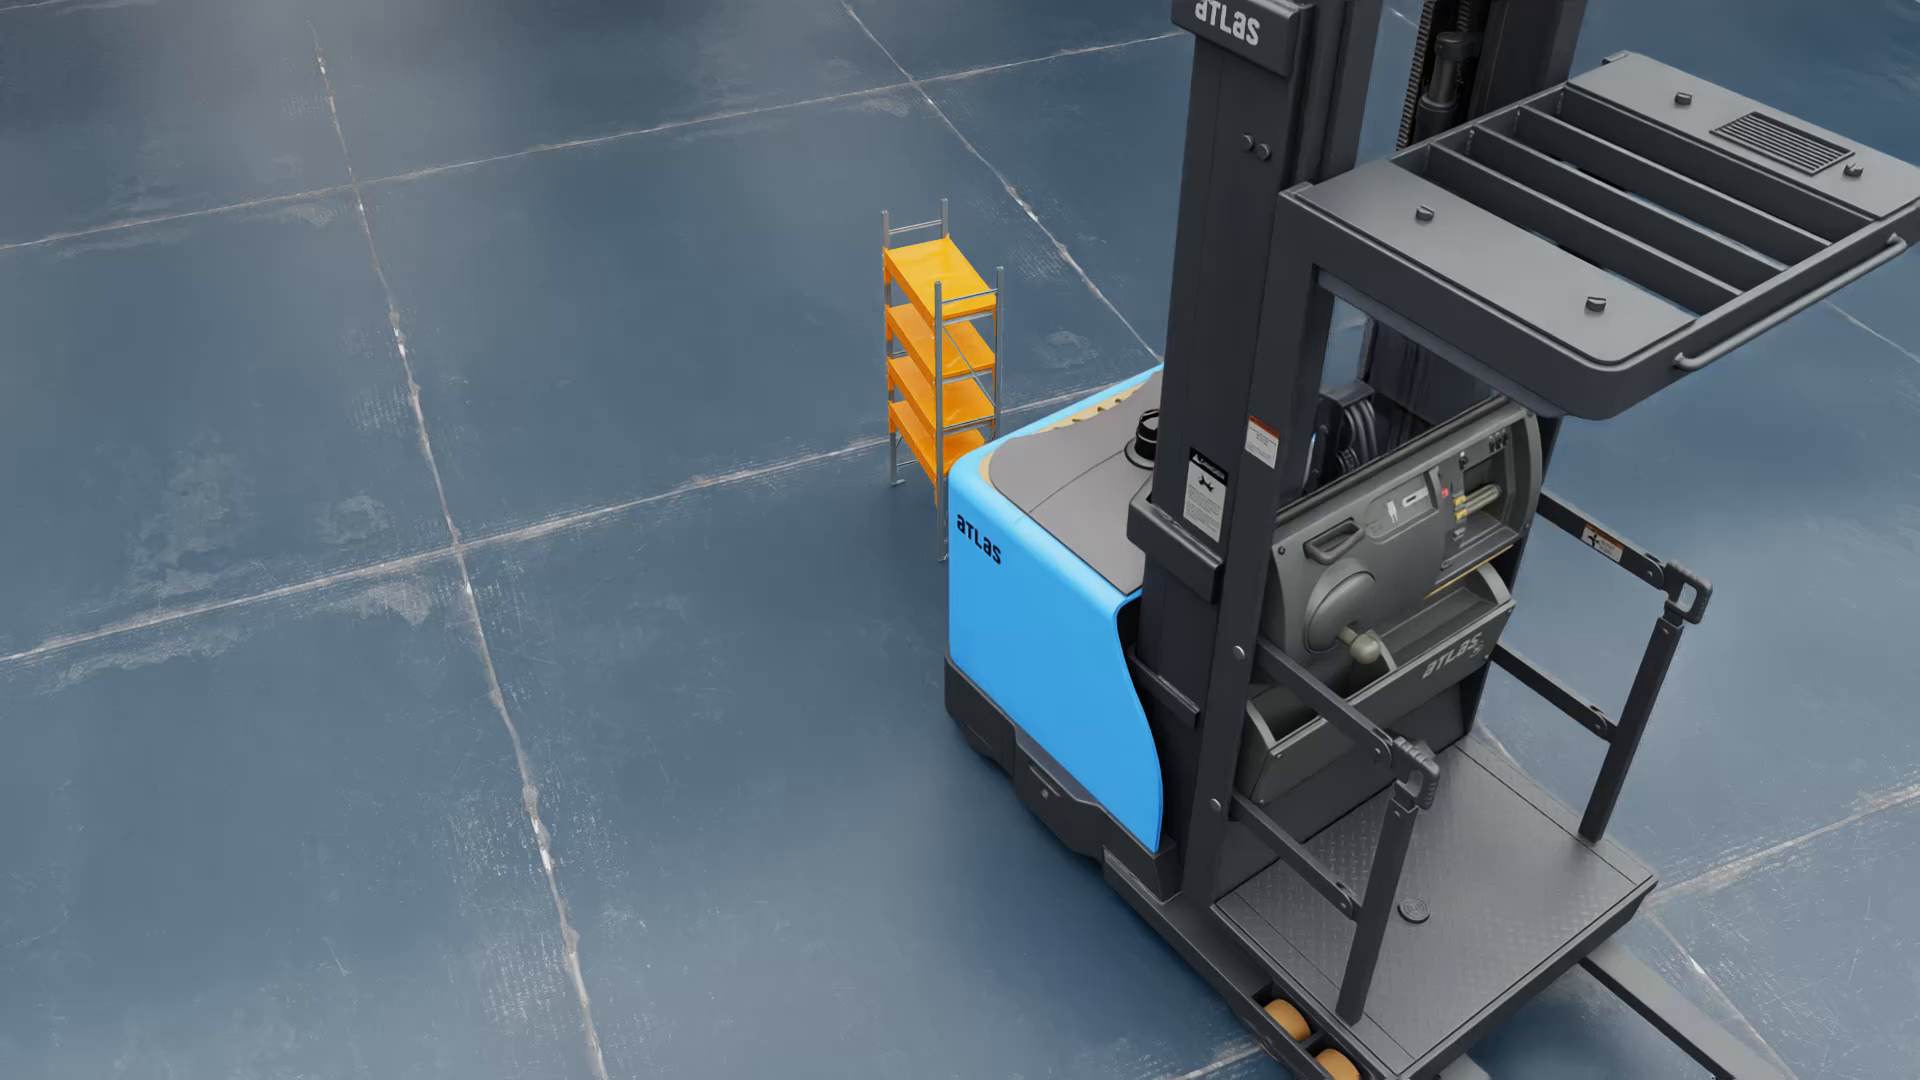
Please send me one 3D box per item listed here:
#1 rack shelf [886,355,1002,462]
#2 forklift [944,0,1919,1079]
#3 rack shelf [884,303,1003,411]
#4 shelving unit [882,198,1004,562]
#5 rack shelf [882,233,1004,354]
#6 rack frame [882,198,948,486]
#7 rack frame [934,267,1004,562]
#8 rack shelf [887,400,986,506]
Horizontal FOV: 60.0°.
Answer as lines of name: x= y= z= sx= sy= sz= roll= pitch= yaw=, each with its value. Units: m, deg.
rack shelf: x=-0.063 y=-0.504 z=6.019 sx=0.258 sy=0.148 sz=0.480 roll=-15 pitch=43 yaw=-17
forklift: x=1.233 y=0.055 z=3.938 sx=1.130 sy=2.935 sz=3.031 roll=-26 pitch=47 yaw=-27
rack shelf: x=-0.063 y=-0.673 z=5.873 sx=0.258 sy=0.148 sz=0.480 roll=-15 pitch=43 yaw=-17
shelving unit: x=-0.063 y=-0.555 z=5.975 sx=0.258 sy=1.200 sz=0.503 roll=-15 pitch=43 yaw=-17
rack shelf: x=-0.063 y=-0.853 z=5.719 sx=0.258 sy=0.148 sz=0.480 roll=-15 pitch=43 yaw=-17
rack frame: x=-0.157 y=-0.702 z=6.146 sx=0.240 sy=1.200 sz=0.015 roll=-15 pitch=43 yaw=-17
rack frame: x=0.030 y=-0.408 z=5.804 sx=0.240 sy=1.200 sz=0.015 roll=-15 pitch=43 yaw=-17
rack shelf: x=-0.063 y=-0.353 z=6.148 sx=0.258 sy=0.148 sz=0.480 roll=-15 pitch=43 yaw=-17
